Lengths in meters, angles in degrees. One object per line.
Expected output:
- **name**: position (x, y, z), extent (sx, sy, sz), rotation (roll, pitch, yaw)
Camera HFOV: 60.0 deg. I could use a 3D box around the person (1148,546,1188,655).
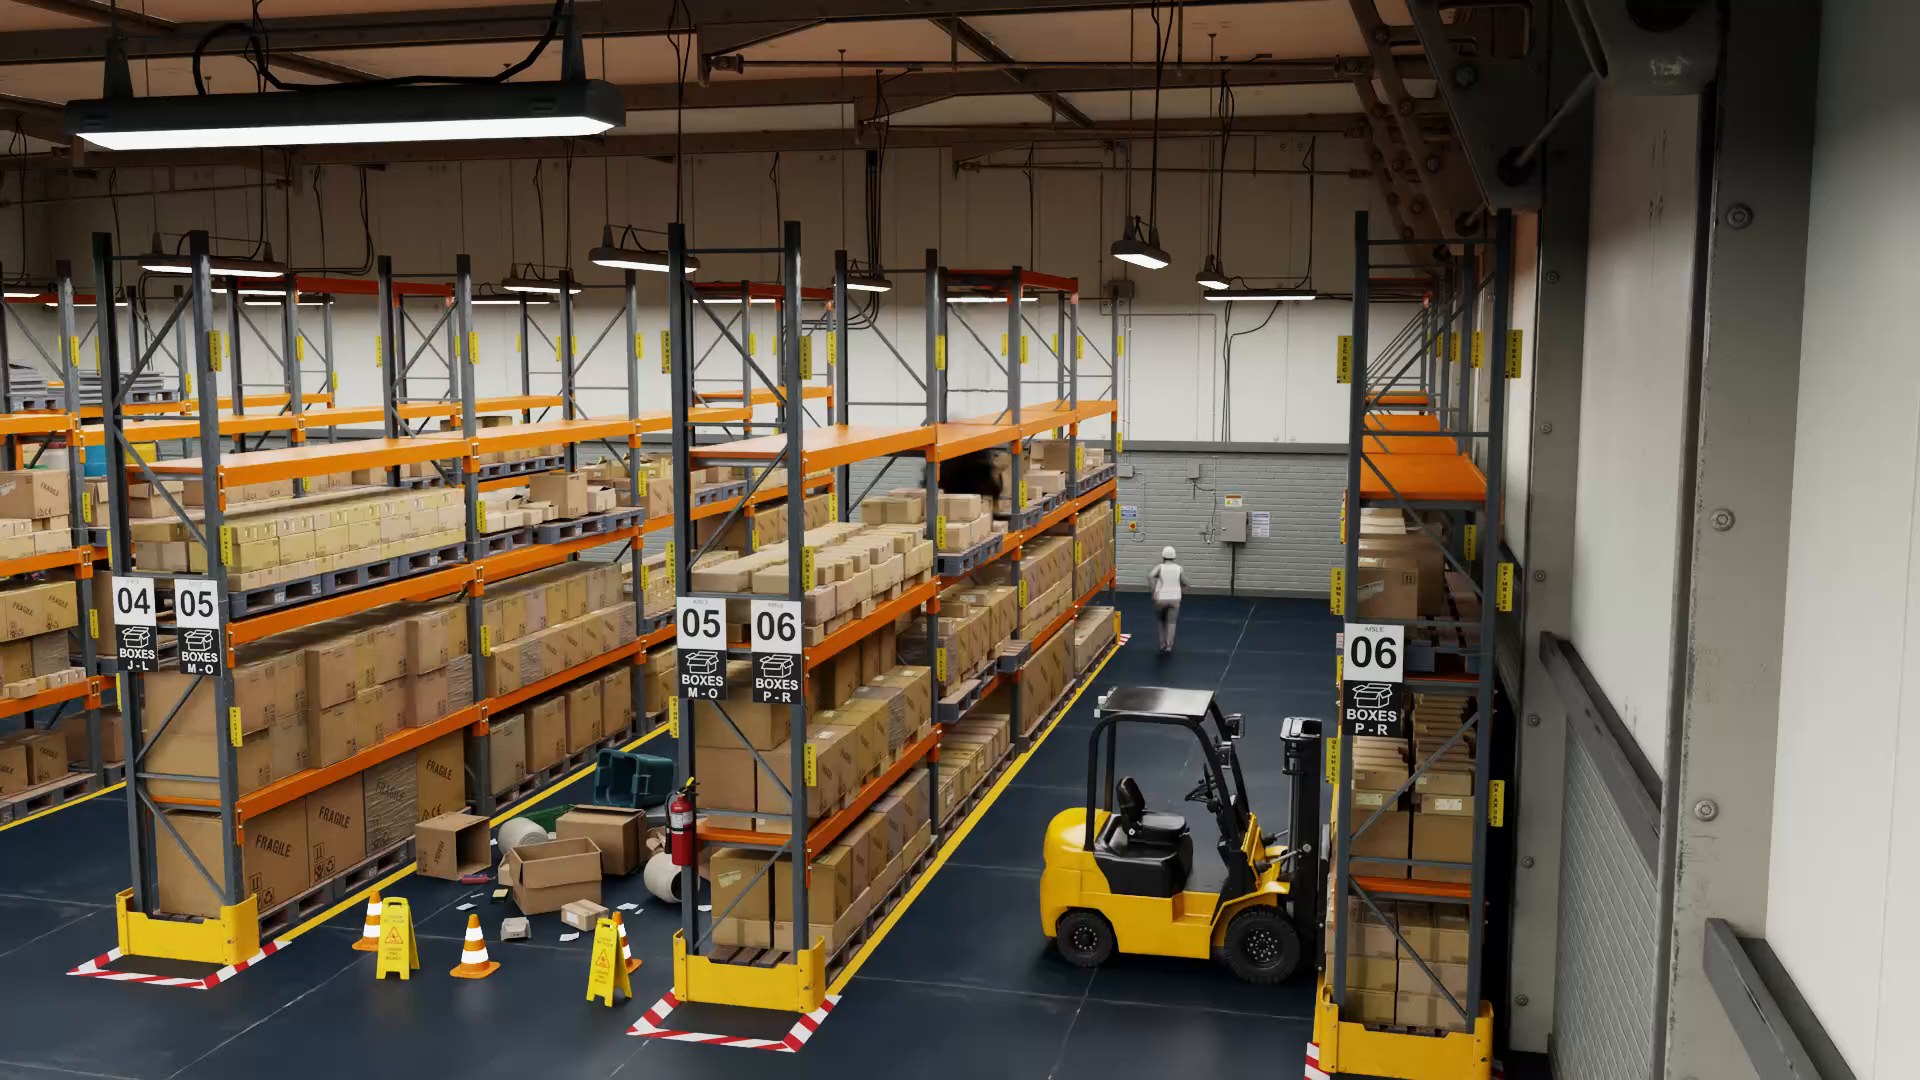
- **person**: position (3.350, 1.036, 26.833), extent (0.643, 1.855, 0.859), rotation (1, 7, 6)
